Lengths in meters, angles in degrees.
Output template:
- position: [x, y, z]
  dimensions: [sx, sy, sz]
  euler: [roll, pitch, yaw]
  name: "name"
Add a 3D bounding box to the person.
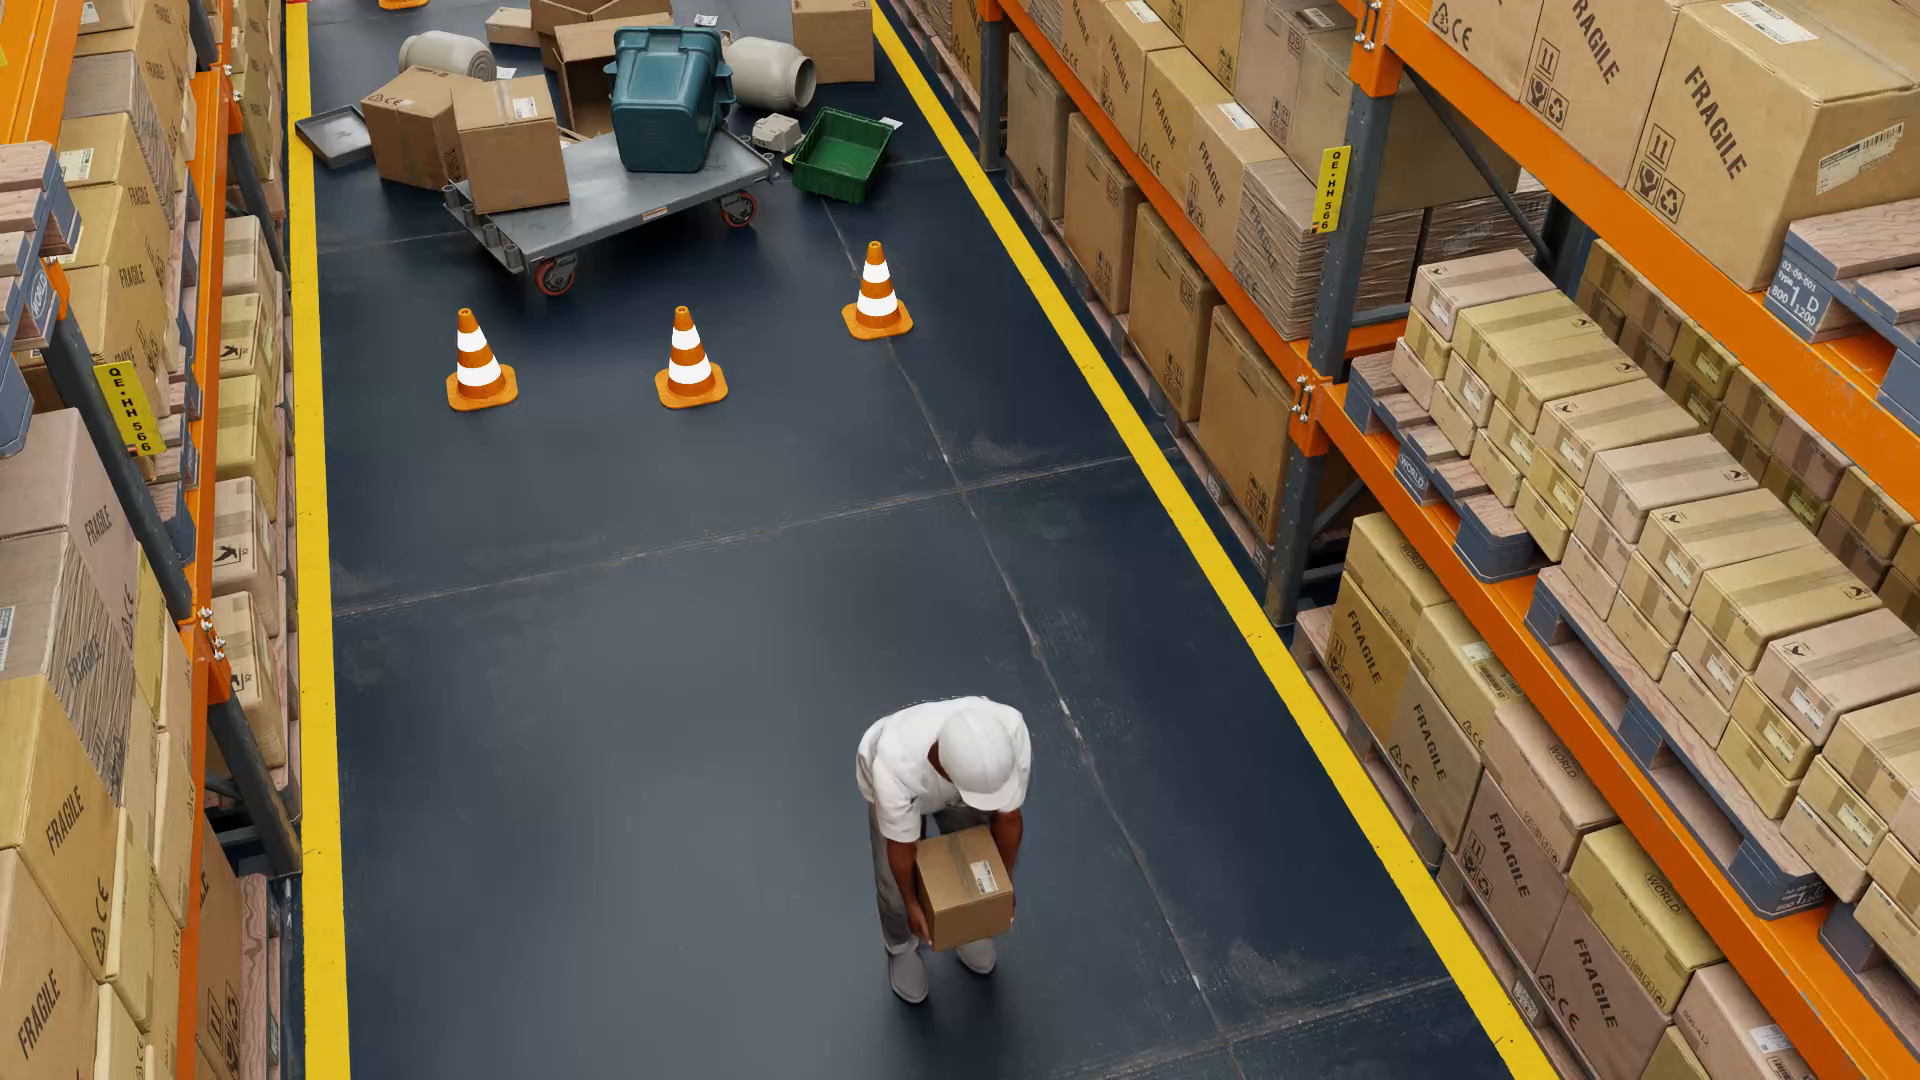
- position: [-0.058, 0.823, 5.229]
  dimensions: [0.505, 1.763, 0.557]
  euler: [-12, 43, -13]
  name: "person"
